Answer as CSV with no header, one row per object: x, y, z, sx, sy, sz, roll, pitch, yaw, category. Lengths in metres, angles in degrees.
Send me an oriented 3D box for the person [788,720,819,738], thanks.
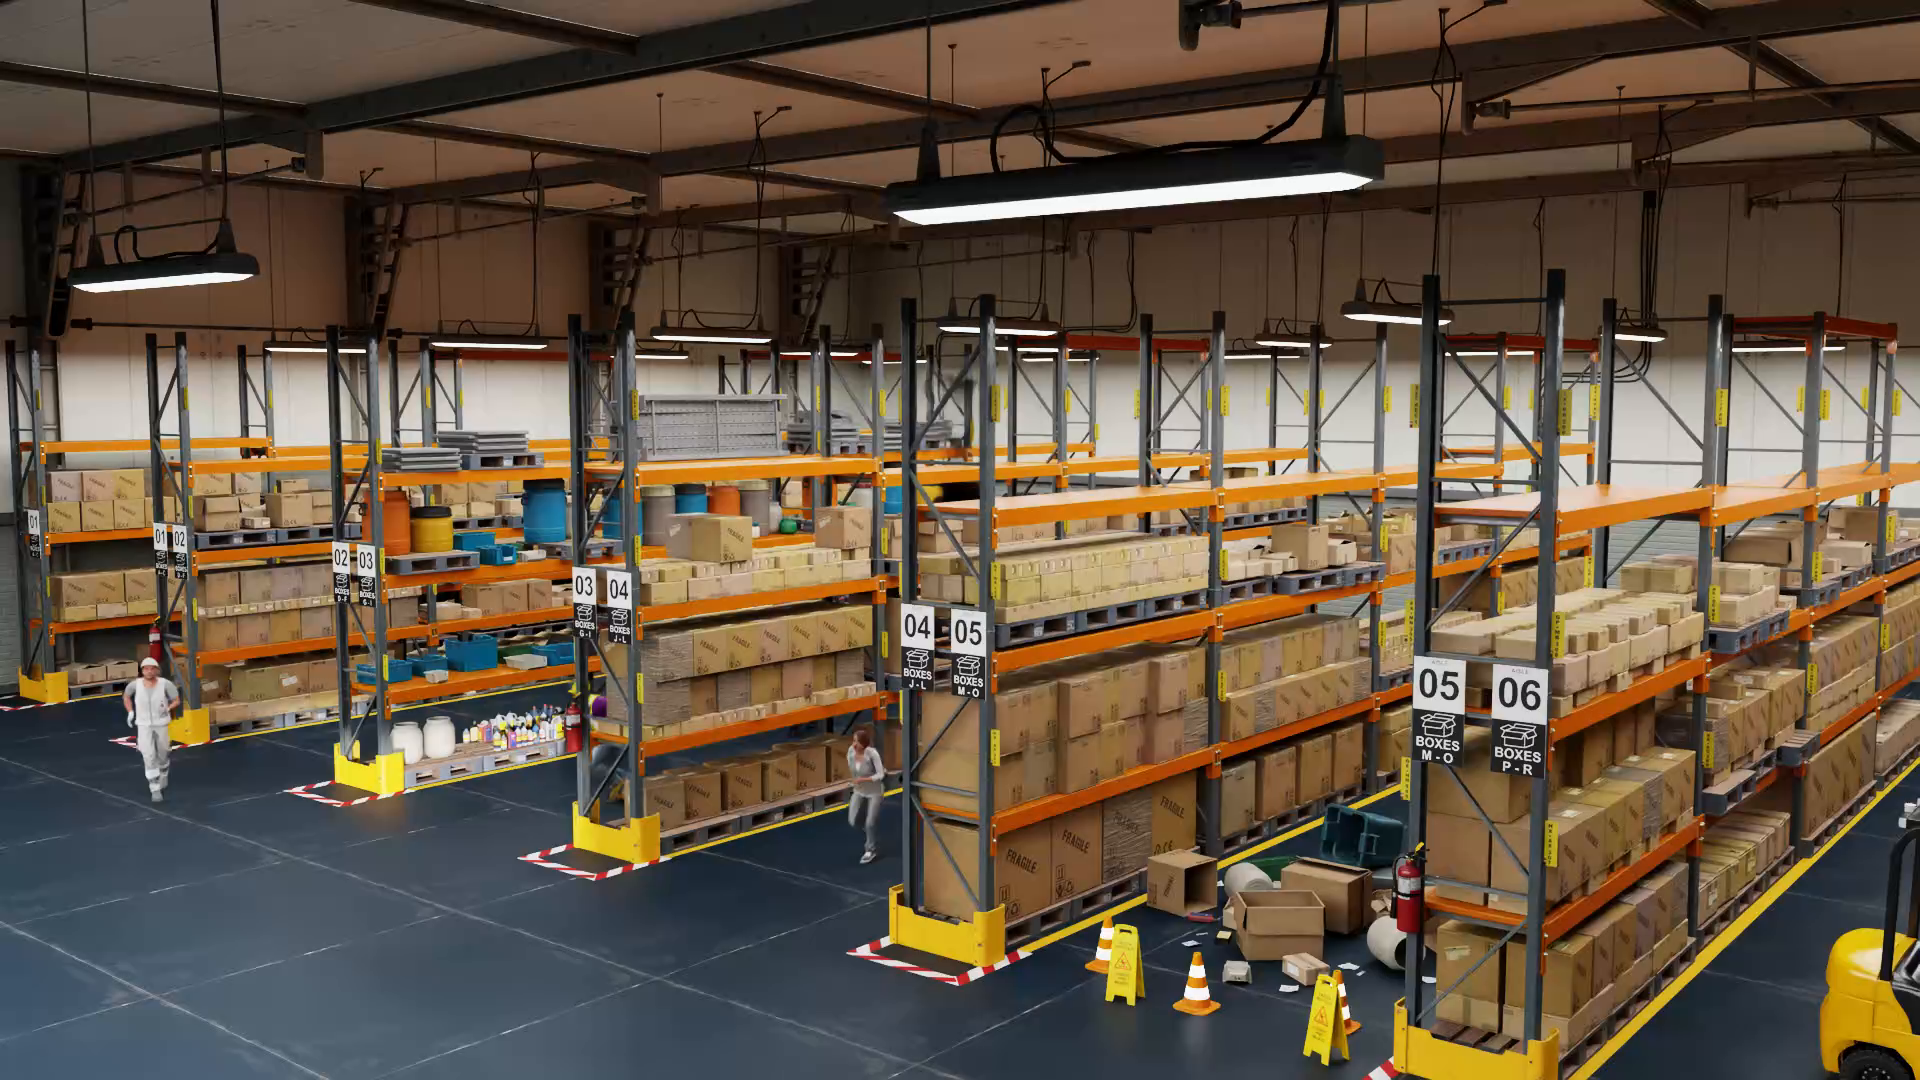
-2.385,2.093,24.954,0.595,1.770,0.874,1,5,16,person

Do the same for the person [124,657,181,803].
-10.246,2.366,21.112,0.663,1.785,0.903,-2,6,-22,person

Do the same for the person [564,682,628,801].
-4.441,2.499,20.657,0.897,1.592,0.744,-4,6,-36,person

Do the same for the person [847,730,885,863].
-1.057,2.790,18.084,0.525,1.526,0.659,2,5,20,person
